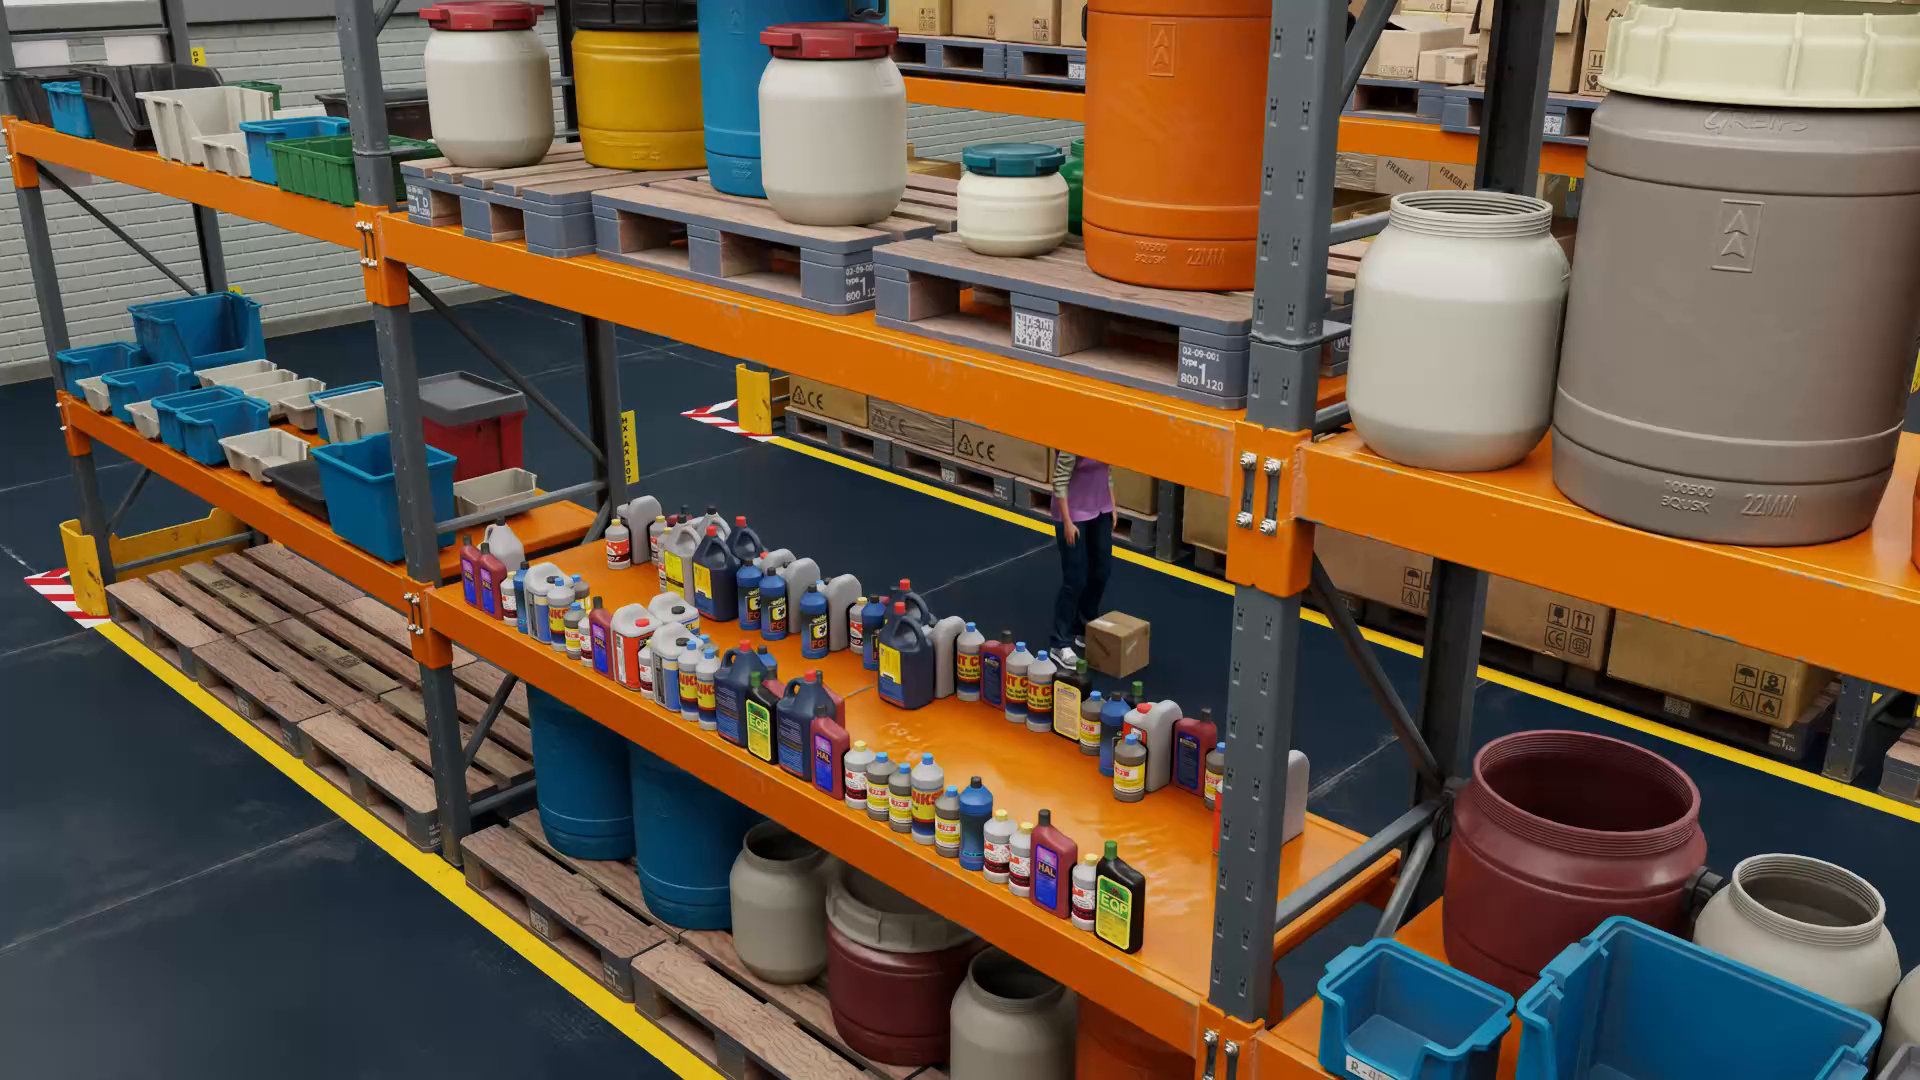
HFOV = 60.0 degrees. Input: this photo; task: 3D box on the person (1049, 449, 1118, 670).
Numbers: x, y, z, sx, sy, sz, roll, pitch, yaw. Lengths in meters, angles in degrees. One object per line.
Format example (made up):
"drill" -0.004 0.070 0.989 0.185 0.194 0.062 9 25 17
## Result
"person" 0.670 -0.111 8.910 0.341 1.575 0.462 18 27 39
